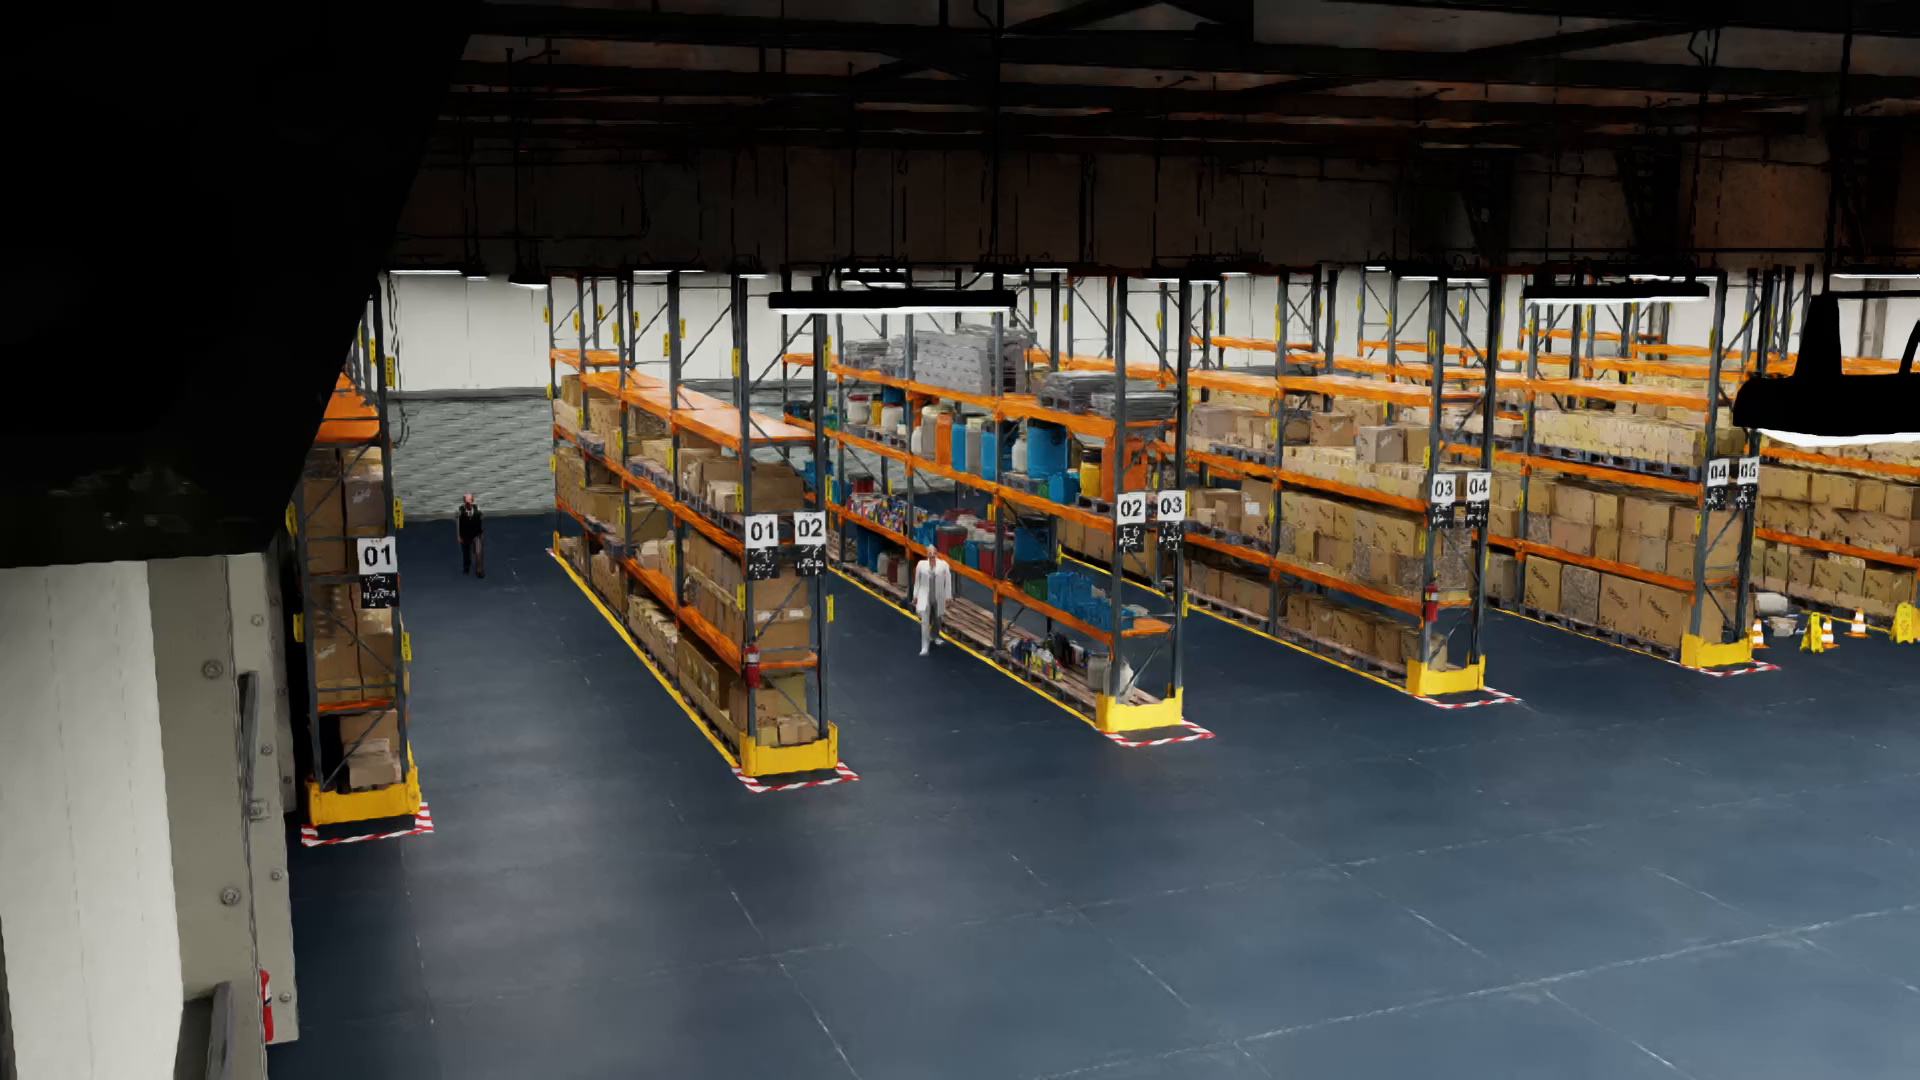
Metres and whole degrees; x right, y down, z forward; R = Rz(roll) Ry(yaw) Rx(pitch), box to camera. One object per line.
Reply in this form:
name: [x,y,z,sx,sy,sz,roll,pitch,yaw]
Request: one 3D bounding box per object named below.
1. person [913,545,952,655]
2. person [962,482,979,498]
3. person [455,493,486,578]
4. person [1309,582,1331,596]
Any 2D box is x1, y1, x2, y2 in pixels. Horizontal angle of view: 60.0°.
person: [-0.434,0.915,26.387,0.616,1.735,1.012,-1,10,-5]
person: [0.233,-1.892,42.874,0.503,1.593,0.922,0,10,0]
person: [-9.569,-0.109,32.455,0.543,1.648,1.115,-3,10,-19]
person: [6.471,0.382,29.561,0.719,1.714,0.578,-4,11,-23]
